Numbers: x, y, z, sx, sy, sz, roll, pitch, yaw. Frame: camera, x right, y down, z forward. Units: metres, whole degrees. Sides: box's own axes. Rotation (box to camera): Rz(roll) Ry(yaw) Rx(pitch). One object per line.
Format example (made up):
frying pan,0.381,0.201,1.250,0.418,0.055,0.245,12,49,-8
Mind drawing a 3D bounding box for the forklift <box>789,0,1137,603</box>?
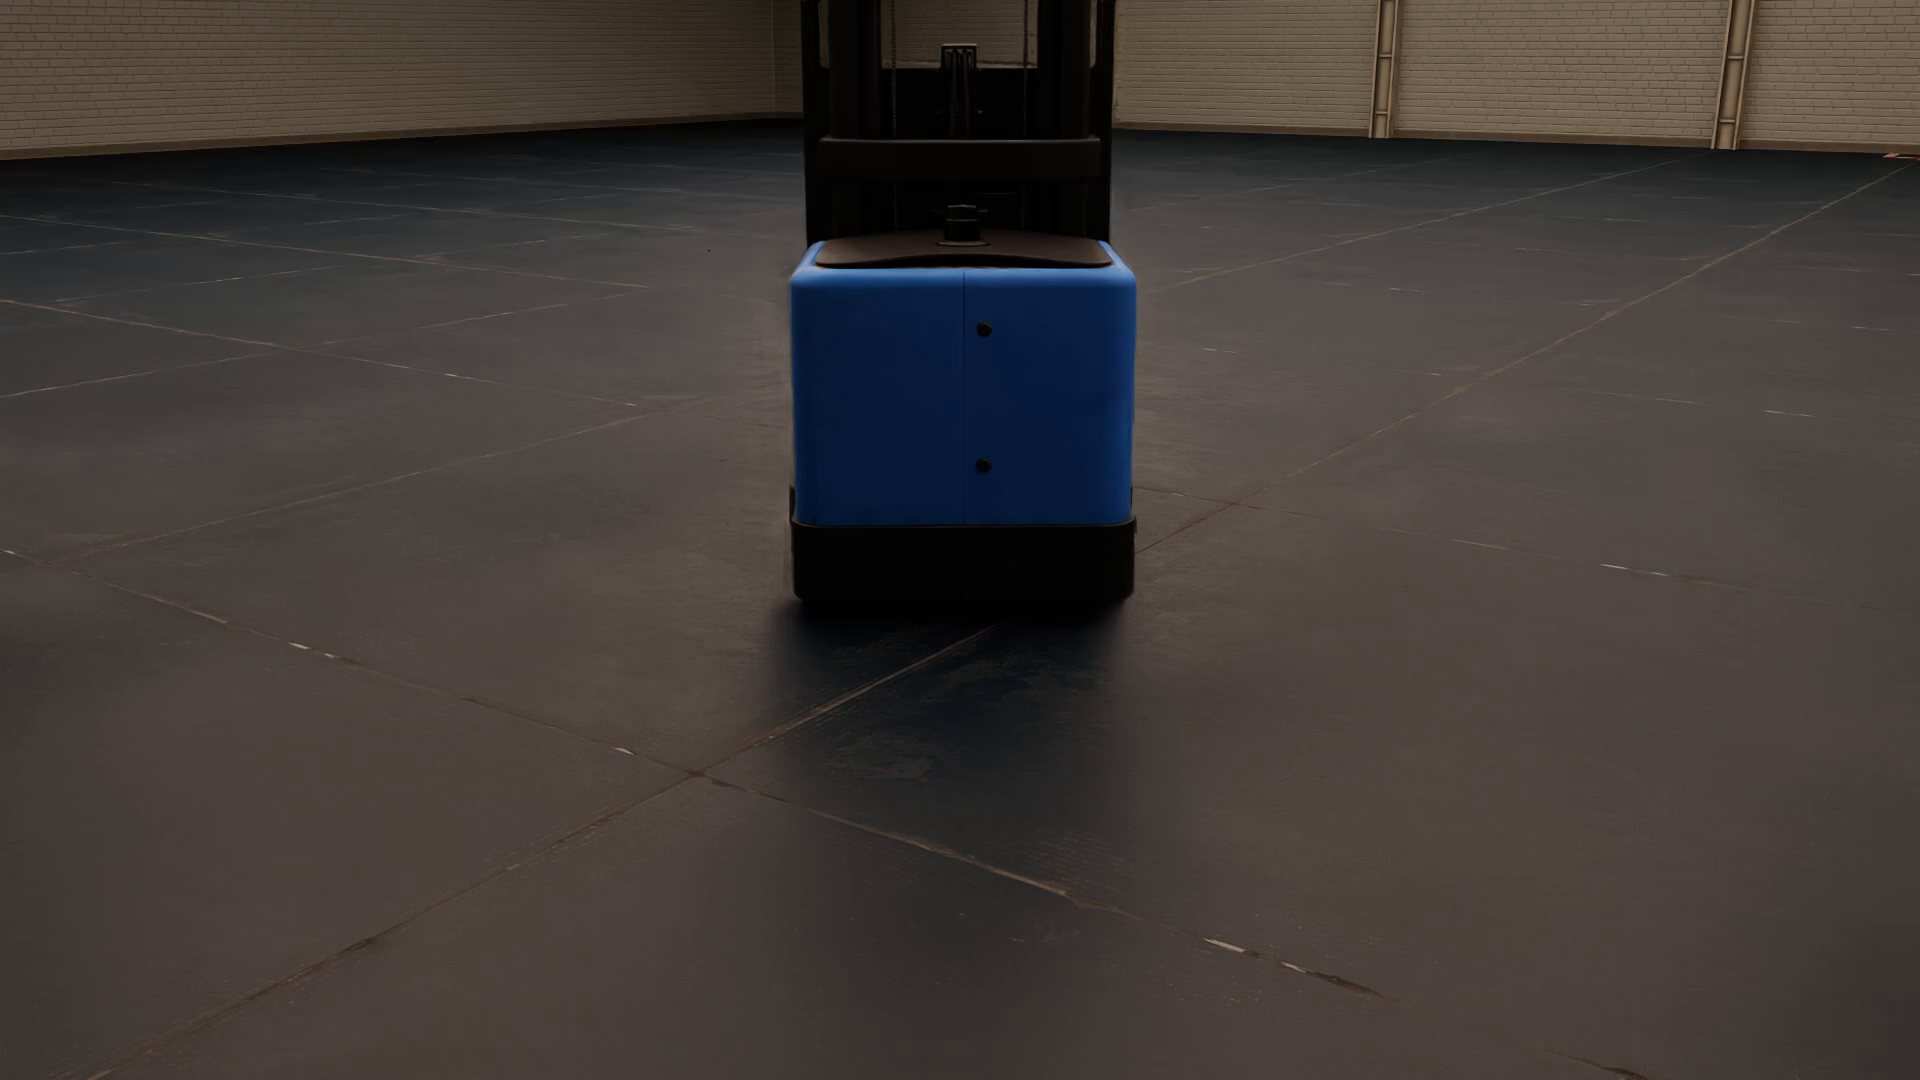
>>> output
forklift,-0.012,-1.579,6.114,1.130,2.935,3.031,0,17,-1
